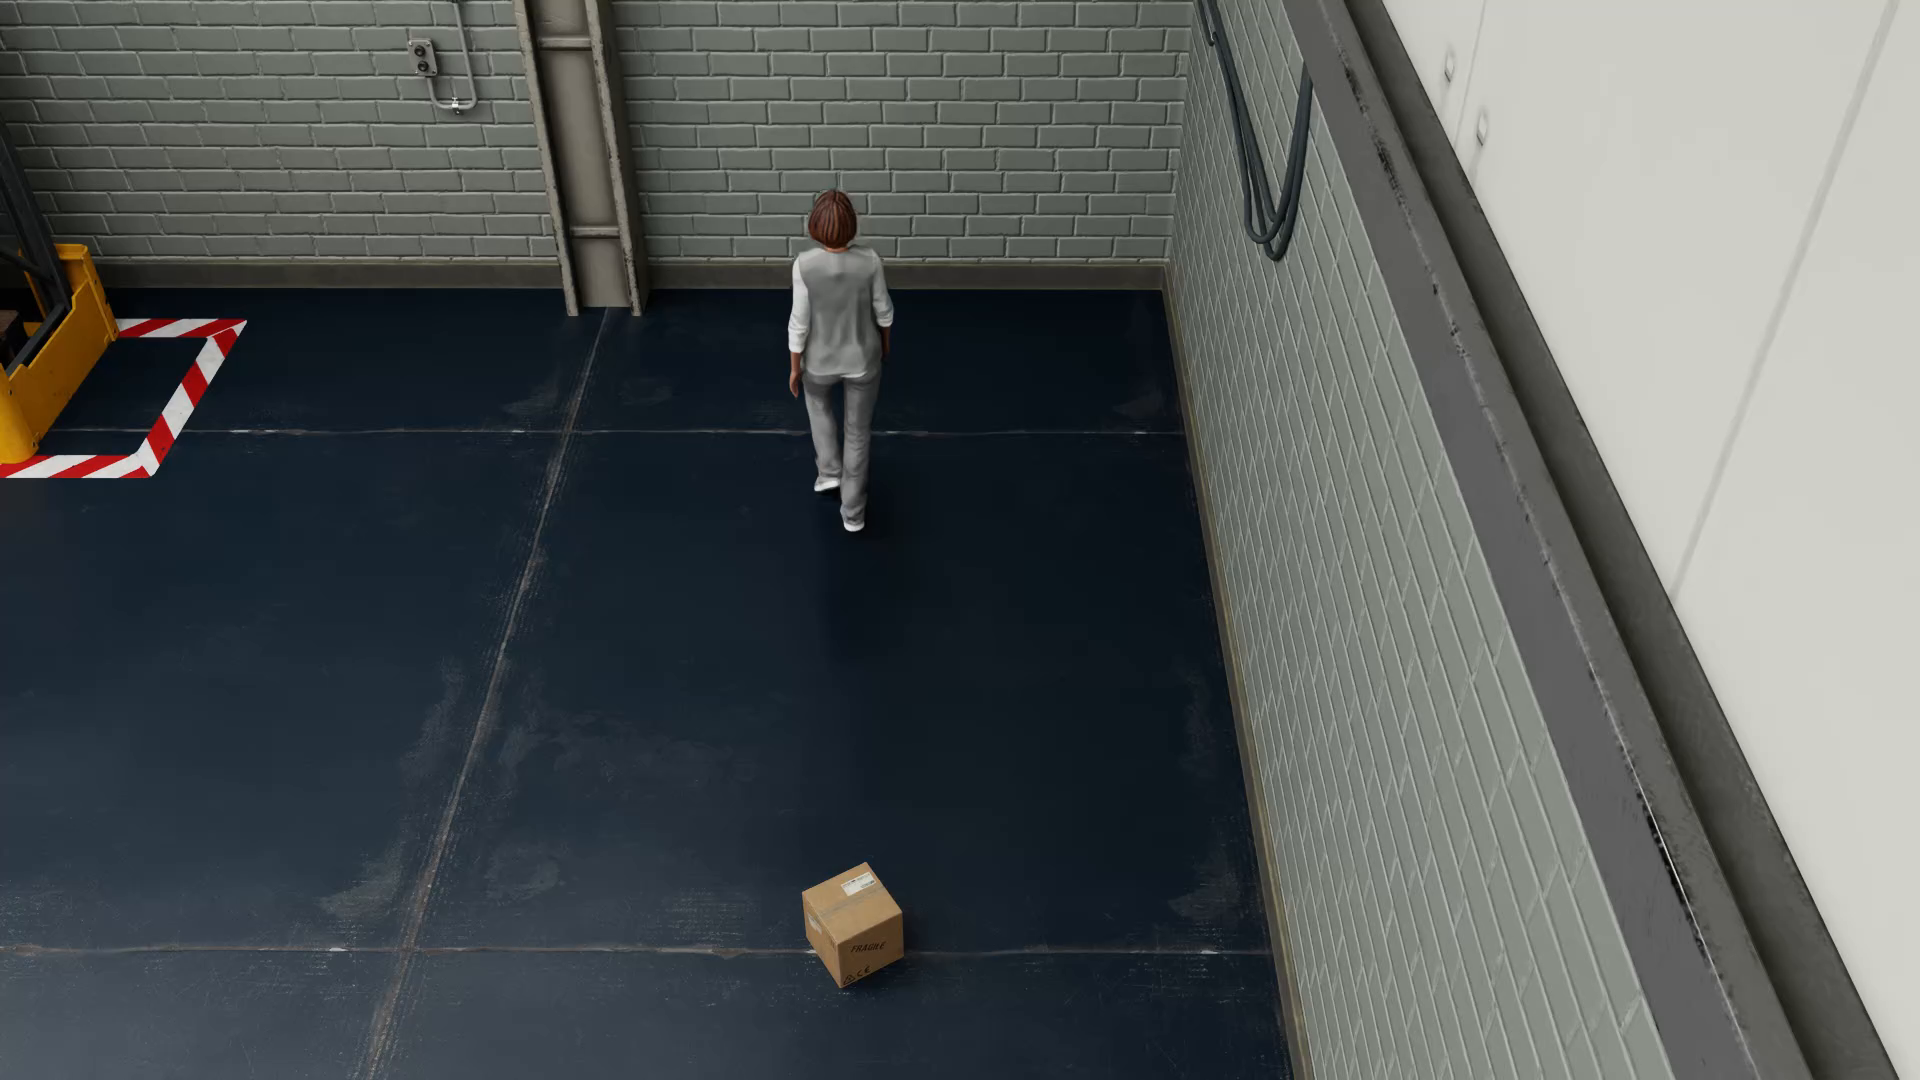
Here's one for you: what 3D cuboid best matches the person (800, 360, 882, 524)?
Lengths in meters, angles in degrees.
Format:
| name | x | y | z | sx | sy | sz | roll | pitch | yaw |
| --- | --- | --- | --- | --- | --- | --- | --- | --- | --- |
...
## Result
| name | x | y | z | sx | sy | sz | roll | pitch | yaw |
| --- | --- | --- | --- | --- | --- | --- | --- | --- | --- |
| person | -0.509 | -0.534 | 7.224 | 0.350 | 0.827 | 0.490 | -3 | 40 | -3 |
